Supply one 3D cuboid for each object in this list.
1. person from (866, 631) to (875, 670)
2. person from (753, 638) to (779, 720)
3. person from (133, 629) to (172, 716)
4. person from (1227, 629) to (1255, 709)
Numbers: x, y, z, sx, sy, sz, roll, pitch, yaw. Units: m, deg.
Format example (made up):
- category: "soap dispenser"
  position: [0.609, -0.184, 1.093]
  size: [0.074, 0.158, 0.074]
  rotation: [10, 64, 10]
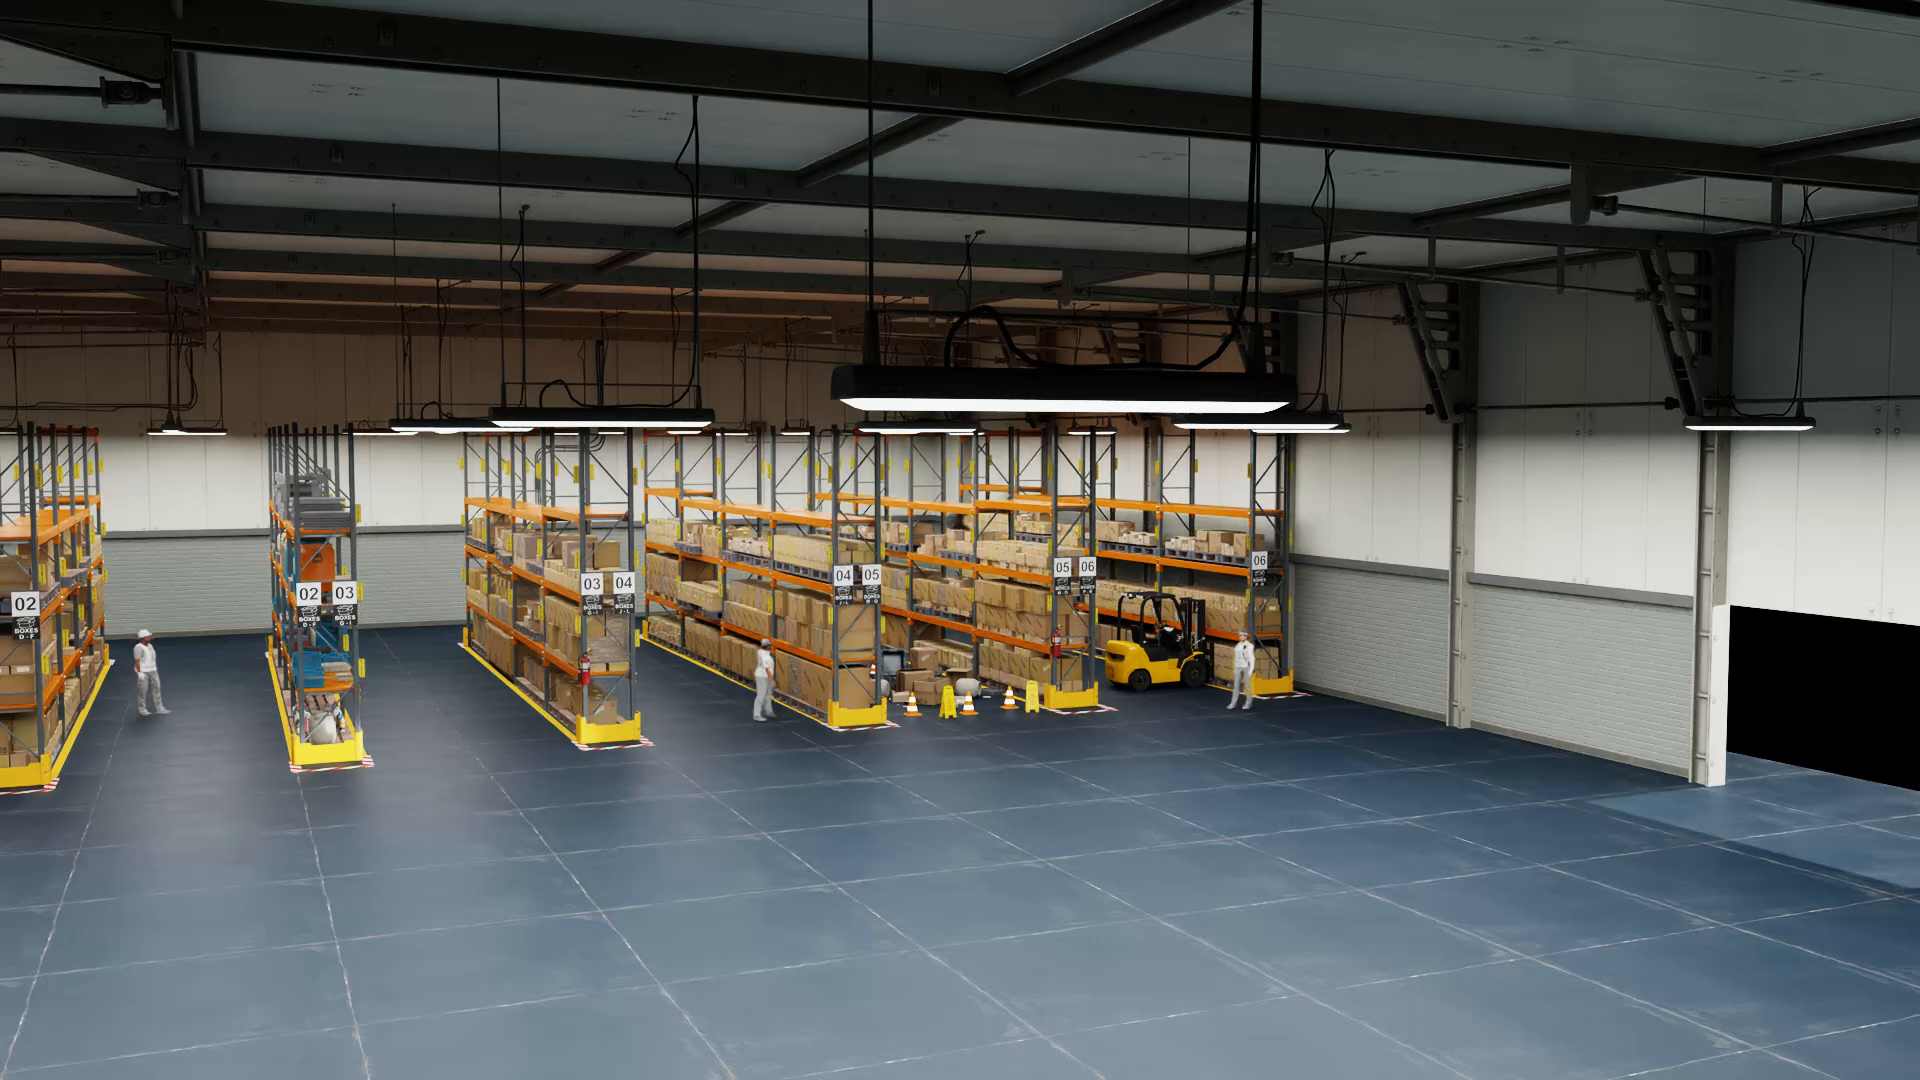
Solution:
- category: "person"
  position: [-2.134, 2.379, 40.893]
  size: [0.494, 1.674, 0.396]
  rotation: [3, 5, 40]
- category: "person"
  position: [-3.967, 2.838, 33.917]
  size: [0.528, 1.692, 0.661]
  rotation: [0, 4, -7]
- category: "person"
  position: [-16.739, 2.738, 34.376]
  size: [0.619, 1.784, 0.616]
  rotation: [1, 4, 18]
- category: "person"
  position: [5.959, 2.735, 35.168]
  size: [0.517, 1.699, 0.491]
  rotation: [-3, 4, -37]
